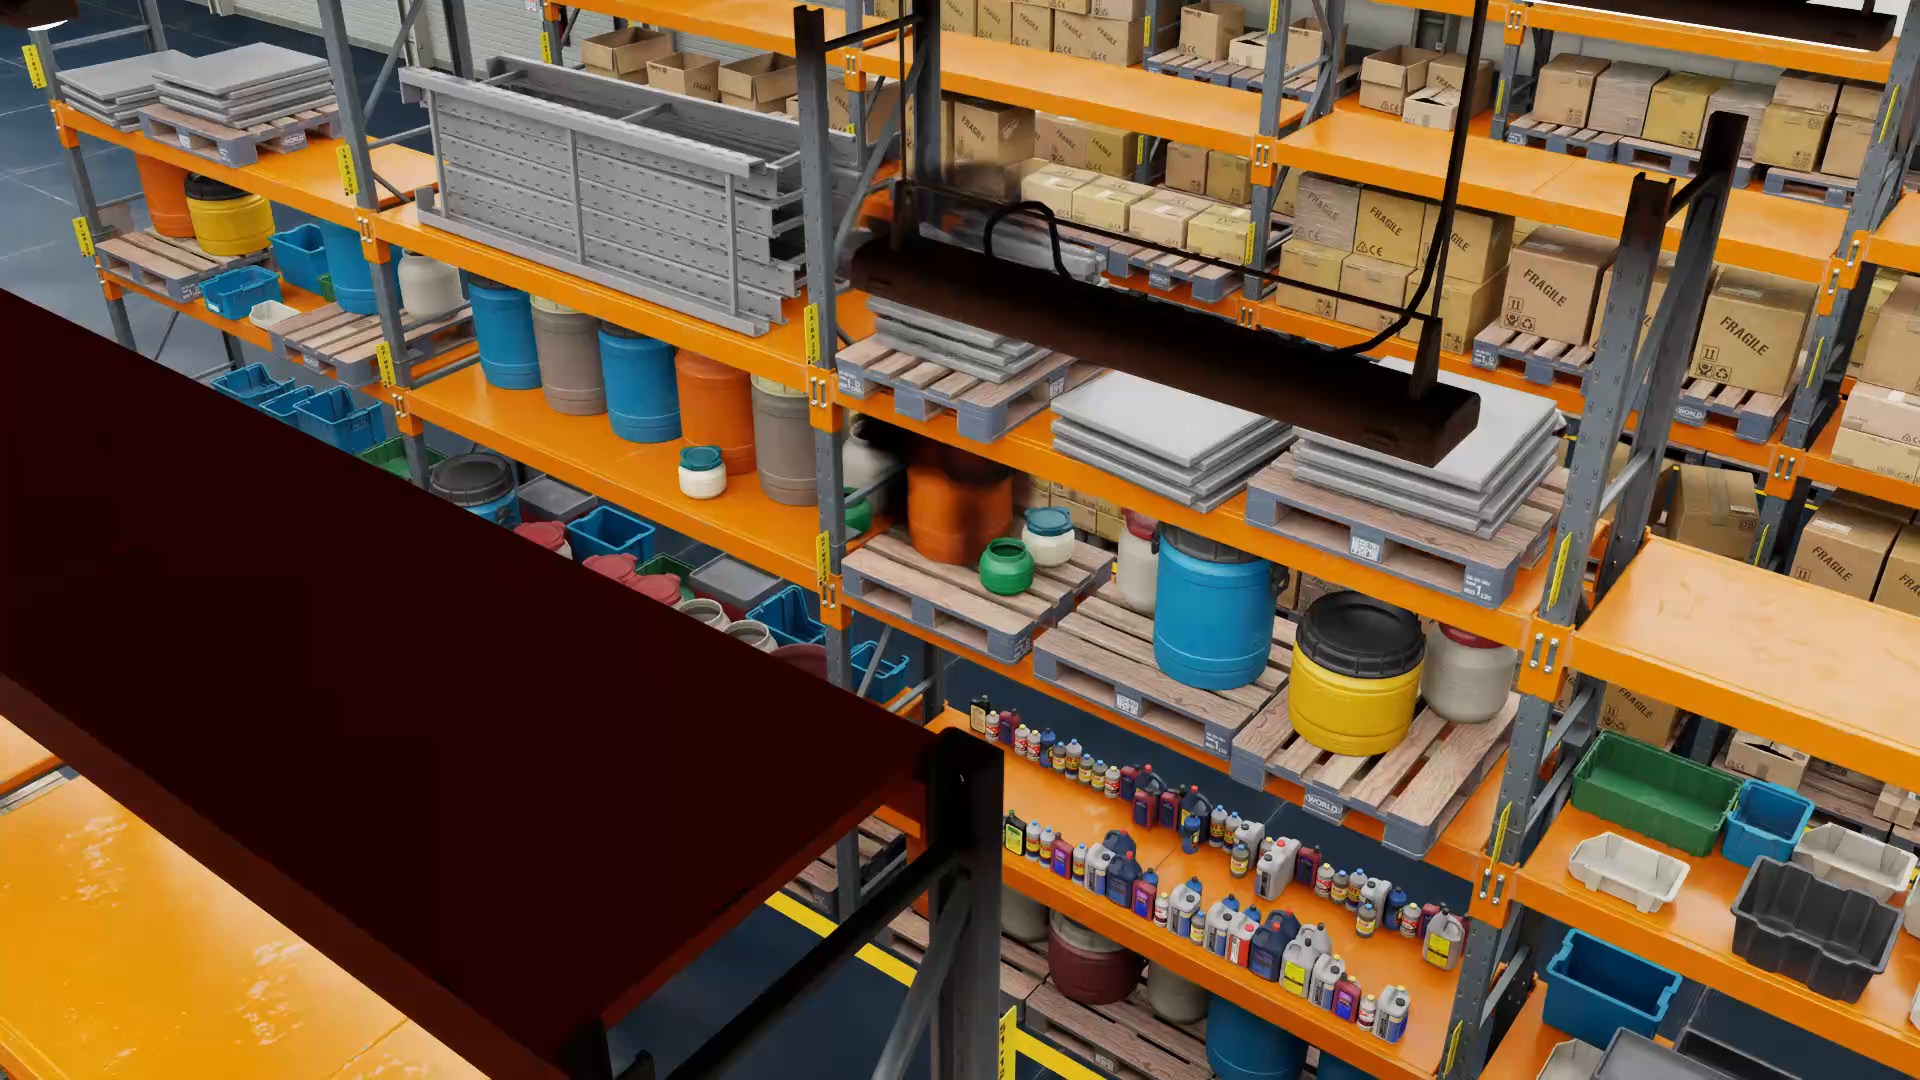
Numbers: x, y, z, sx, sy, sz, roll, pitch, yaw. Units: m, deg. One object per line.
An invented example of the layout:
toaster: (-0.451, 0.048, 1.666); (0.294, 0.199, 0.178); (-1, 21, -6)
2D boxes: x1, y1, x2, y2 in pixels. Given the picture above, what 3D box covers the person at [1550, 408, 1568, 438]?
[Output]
person: (4.914, -0.655, 14.654); (0.635, 1.721, 0.701); (18, 36, 27)
